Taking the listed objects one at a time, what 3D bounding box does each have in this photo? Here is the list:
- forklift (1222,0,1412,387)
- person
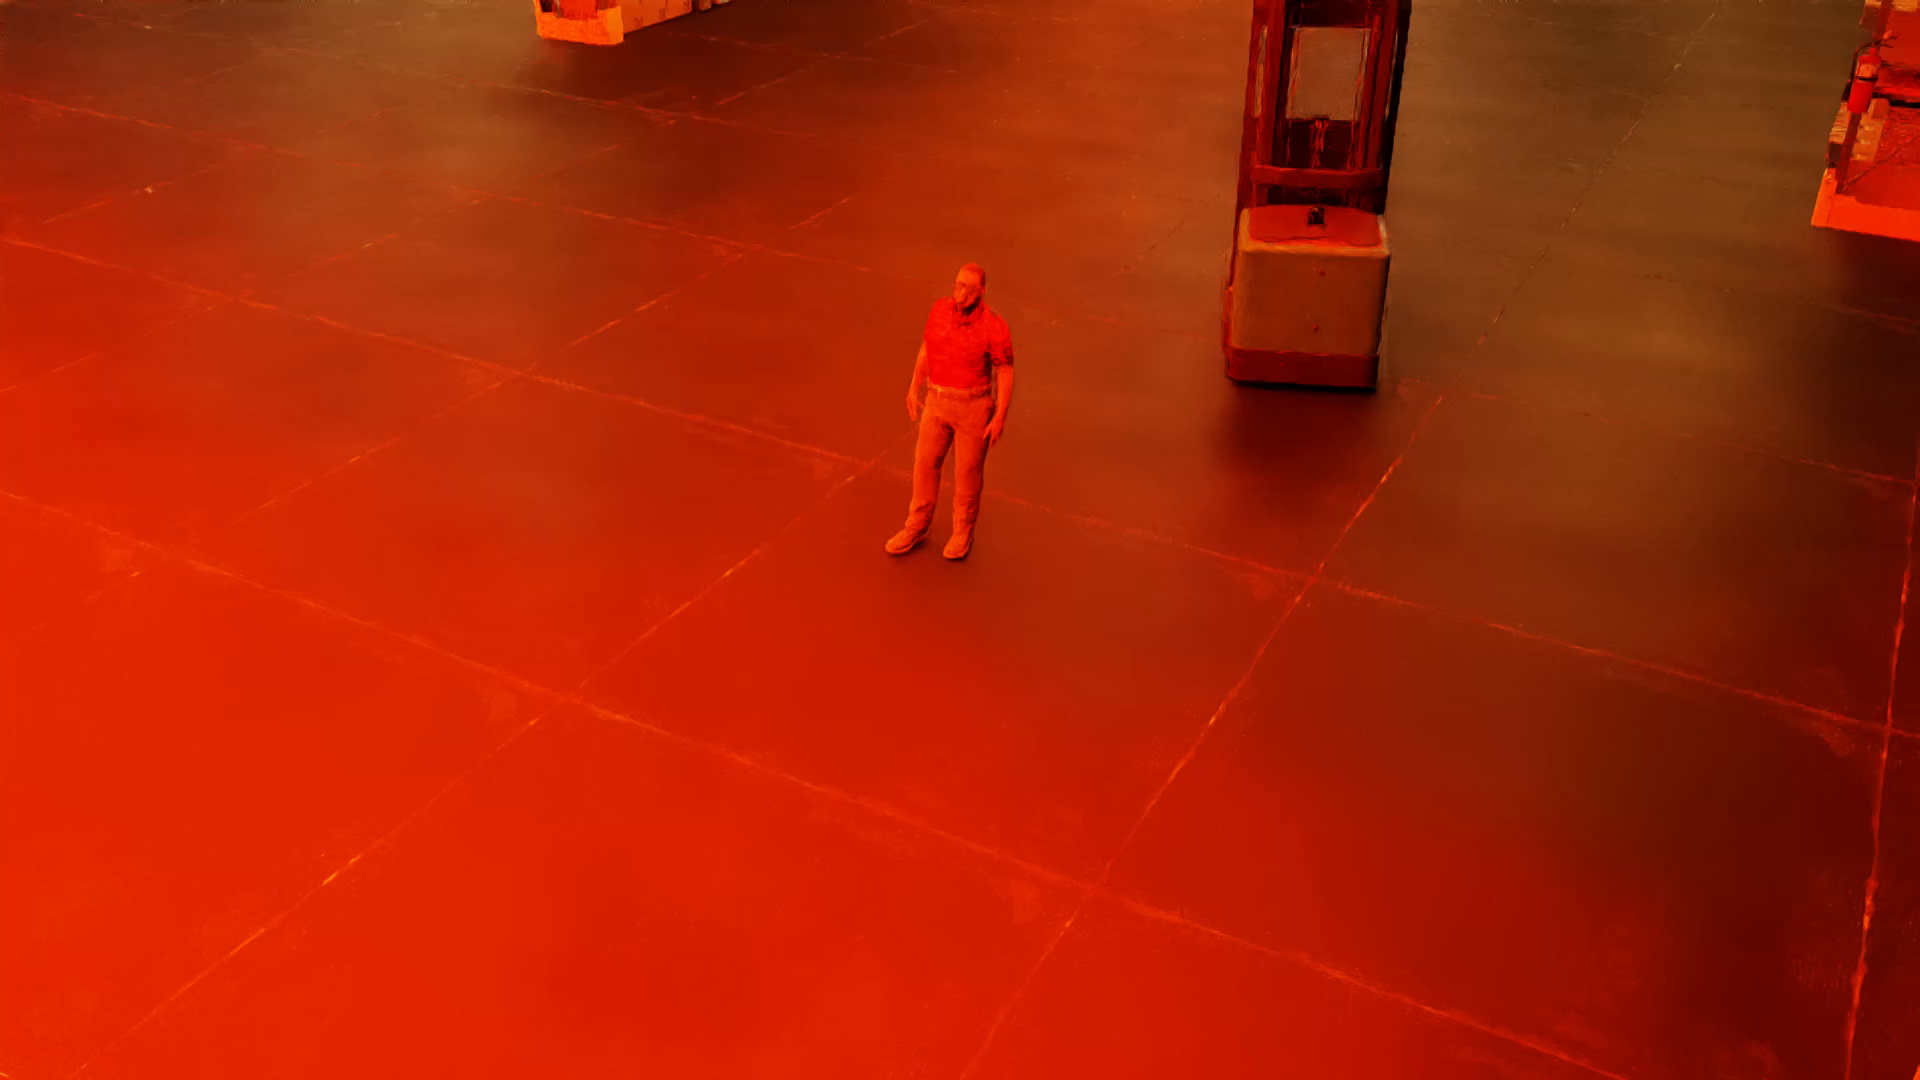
[{"bbox_3d":[2.651,-3.062,12.377,1.130,2.935,3.031,4,30,8],"label":"forklift"},{"bbox_3d":[-0.054,-0.719,9.504,0.640,1.727,0.550,15,33,25],"label":"person"}]
